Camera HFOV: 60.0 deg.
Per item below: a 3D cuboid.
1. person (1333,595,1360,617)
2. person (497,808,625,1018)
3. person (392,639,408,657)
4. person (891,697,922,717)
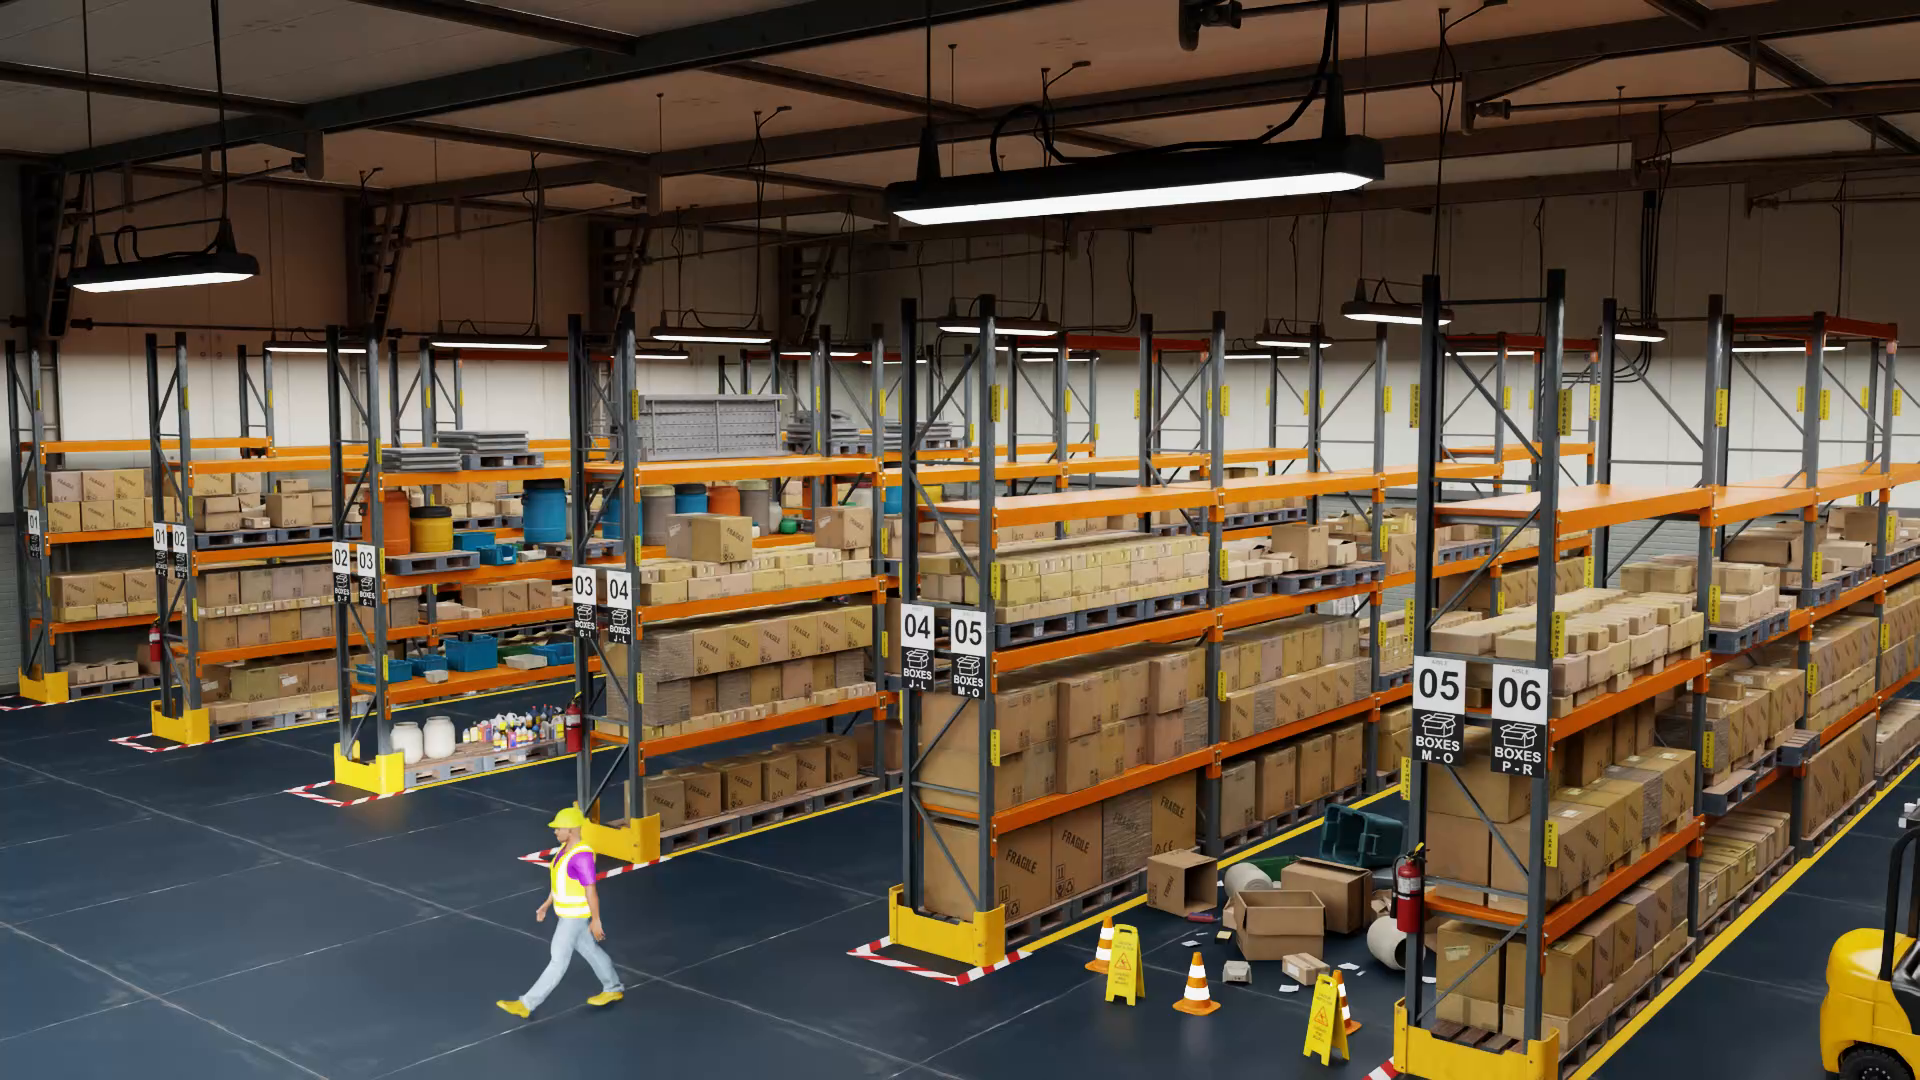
[{"bbox_3d":[7.511,1.423,32.328,0.486,1.610,1.081,0,5,4],"label":"person"},{"bbox_3d":[-3.313,3.056,13.736,1.072,1.698,0.606,-2,6,-21],"label":"person"},{"bbox_3d":[-10.595,1.554,30.924,0.539,1.666,0.765,1,5,12],"label":"person"},{"bbox_3d":[-0.745,2.058,25.105,0.589,1.649,1.082,3,6,34],"label":"person"}]
